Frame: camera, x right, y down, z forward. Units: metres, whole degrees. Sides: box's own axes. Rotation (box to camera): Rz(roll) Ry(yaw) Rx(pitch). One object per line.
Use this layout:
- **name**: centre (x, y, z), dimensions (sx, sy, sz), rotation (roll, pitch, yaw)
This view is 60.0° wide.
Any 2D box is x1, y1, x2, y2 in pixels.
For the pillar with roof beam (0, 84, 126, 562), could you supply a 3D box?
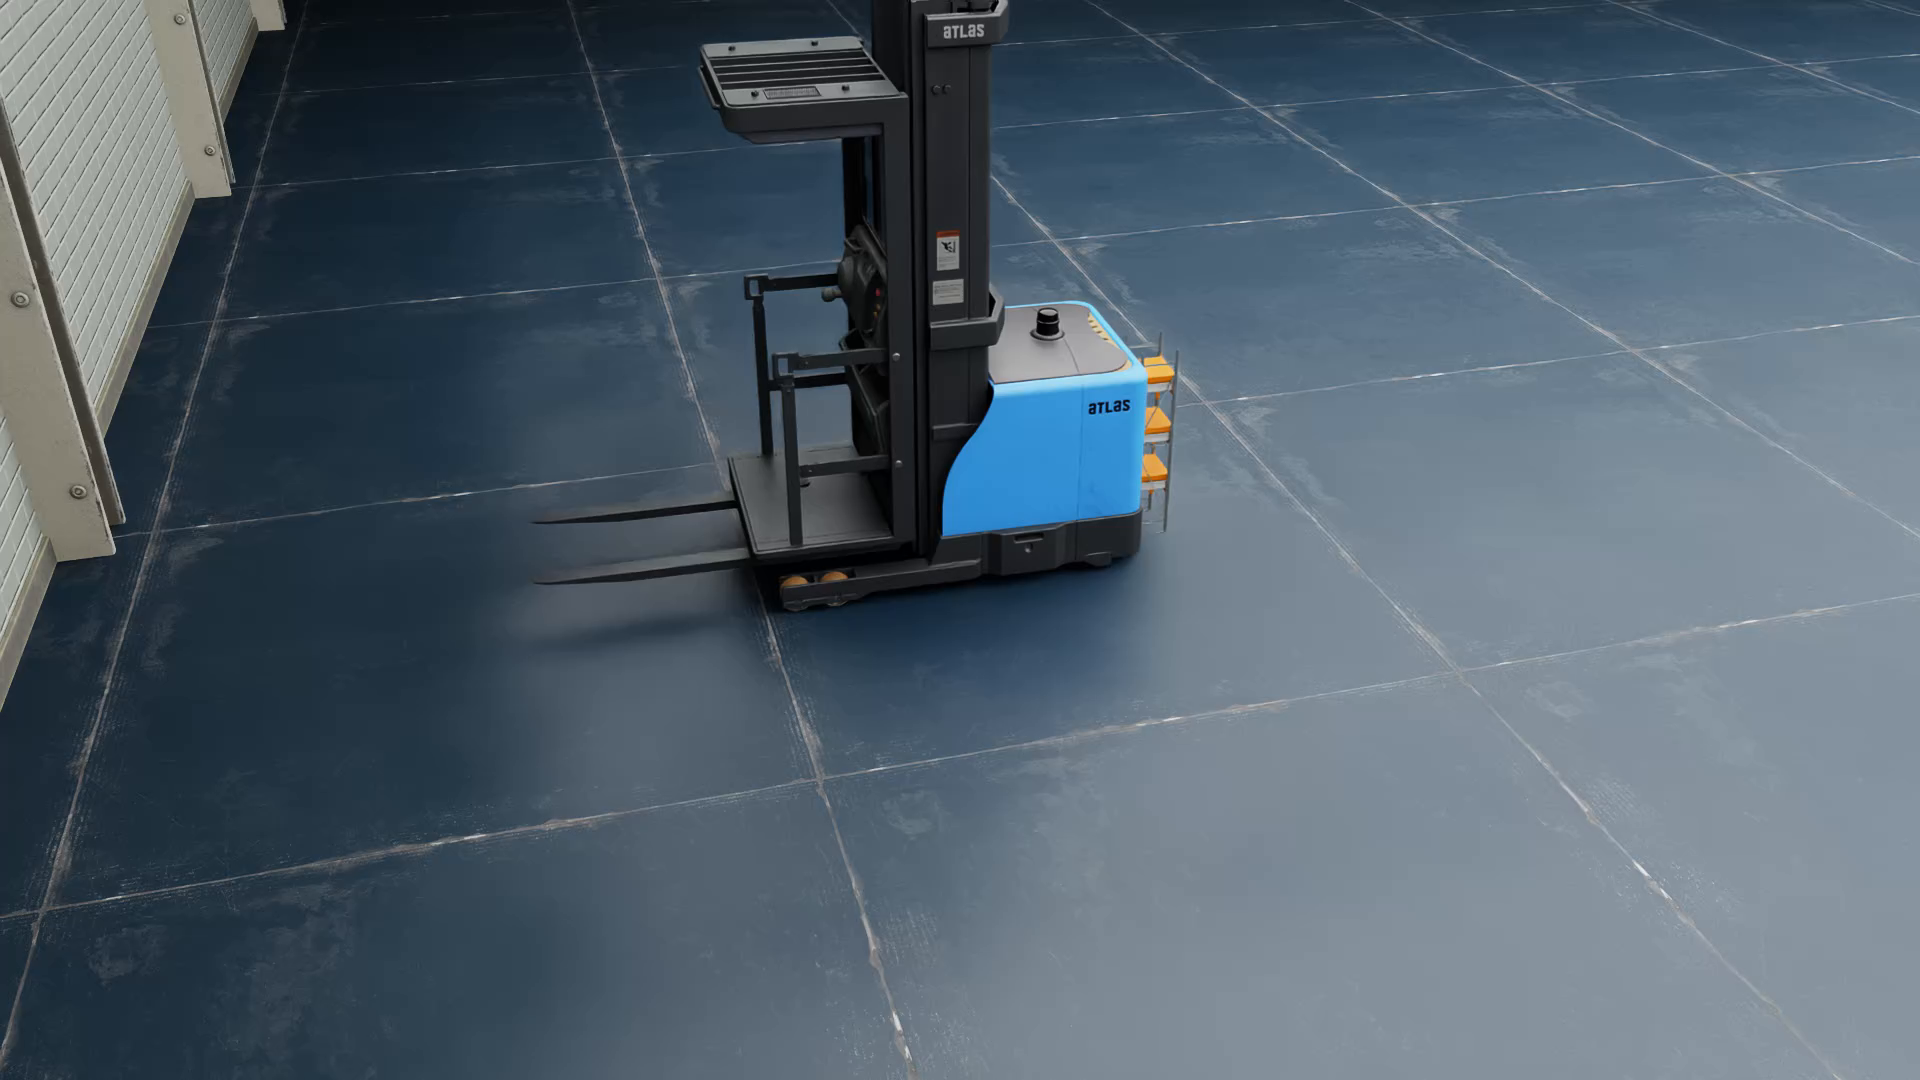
- **pillar with roof beam**: centre (-0.435, -4.467, 7.484), dimensions (9.100, 9.000, 0.400), rotation (-8, 31, -13)

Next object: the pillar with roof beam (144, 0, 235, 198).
- **pillar with roof beam**: centre (-2.027, -7.365, 12.491), dimensions (9.100, 9.000, 0.400), rotation (-8, 31, -13)

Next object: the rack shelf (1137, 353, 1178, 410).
- **rack shelf**: centre (0.968, -0.781, 8.506), dimensions (0.215, 0.259, 0.240), rotation (-7, 31, -12)

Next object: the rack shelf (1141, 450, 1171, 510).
- **rack shelf**: centre (0.968, -0.295, 8.787), dimensions (0.215, 0.259, 0.240), rotation (-7, 31, -12)

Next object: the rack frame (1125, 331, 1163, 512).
- **rack frame**: centre (0.939, -0.604, 8.745), dimensions (0.200, 1.050, 0.008), rotation (-7, 31, -12)

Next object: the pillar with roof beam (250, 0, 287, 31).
- **pillar with roof beam**: centre (-3.620, -10.263, 17.498), dimensions (9.100, 9.000, 0.400), rotation (-8, 31, -13)

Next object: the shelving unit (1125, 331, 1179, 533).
- **shelving unit**: centre (0.968, -0.544, 8.642), dimensions (0.215, 1.050, 0.252), rotation (-7, 31, -12)

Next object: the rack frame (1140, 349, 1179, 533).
- **rack frame**: centre (0.997, -0.485, 8.540), dimensions (0.200, 1.050, 0.008), rotation (-7, 31, -12)

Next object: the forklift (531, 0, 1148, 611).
- **forklift**: centre (-0.647, -1.212, 7.919), dimensions (3.031, 2.935, 1.130), rotation (-7, 31, -12)

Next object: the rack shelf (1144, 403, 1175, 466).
- **rack shelf**: centre (0.968, -0.535, 8.648), dimensions (0.215, 0.259, 0.240), rotation (-7, 31, -12)
